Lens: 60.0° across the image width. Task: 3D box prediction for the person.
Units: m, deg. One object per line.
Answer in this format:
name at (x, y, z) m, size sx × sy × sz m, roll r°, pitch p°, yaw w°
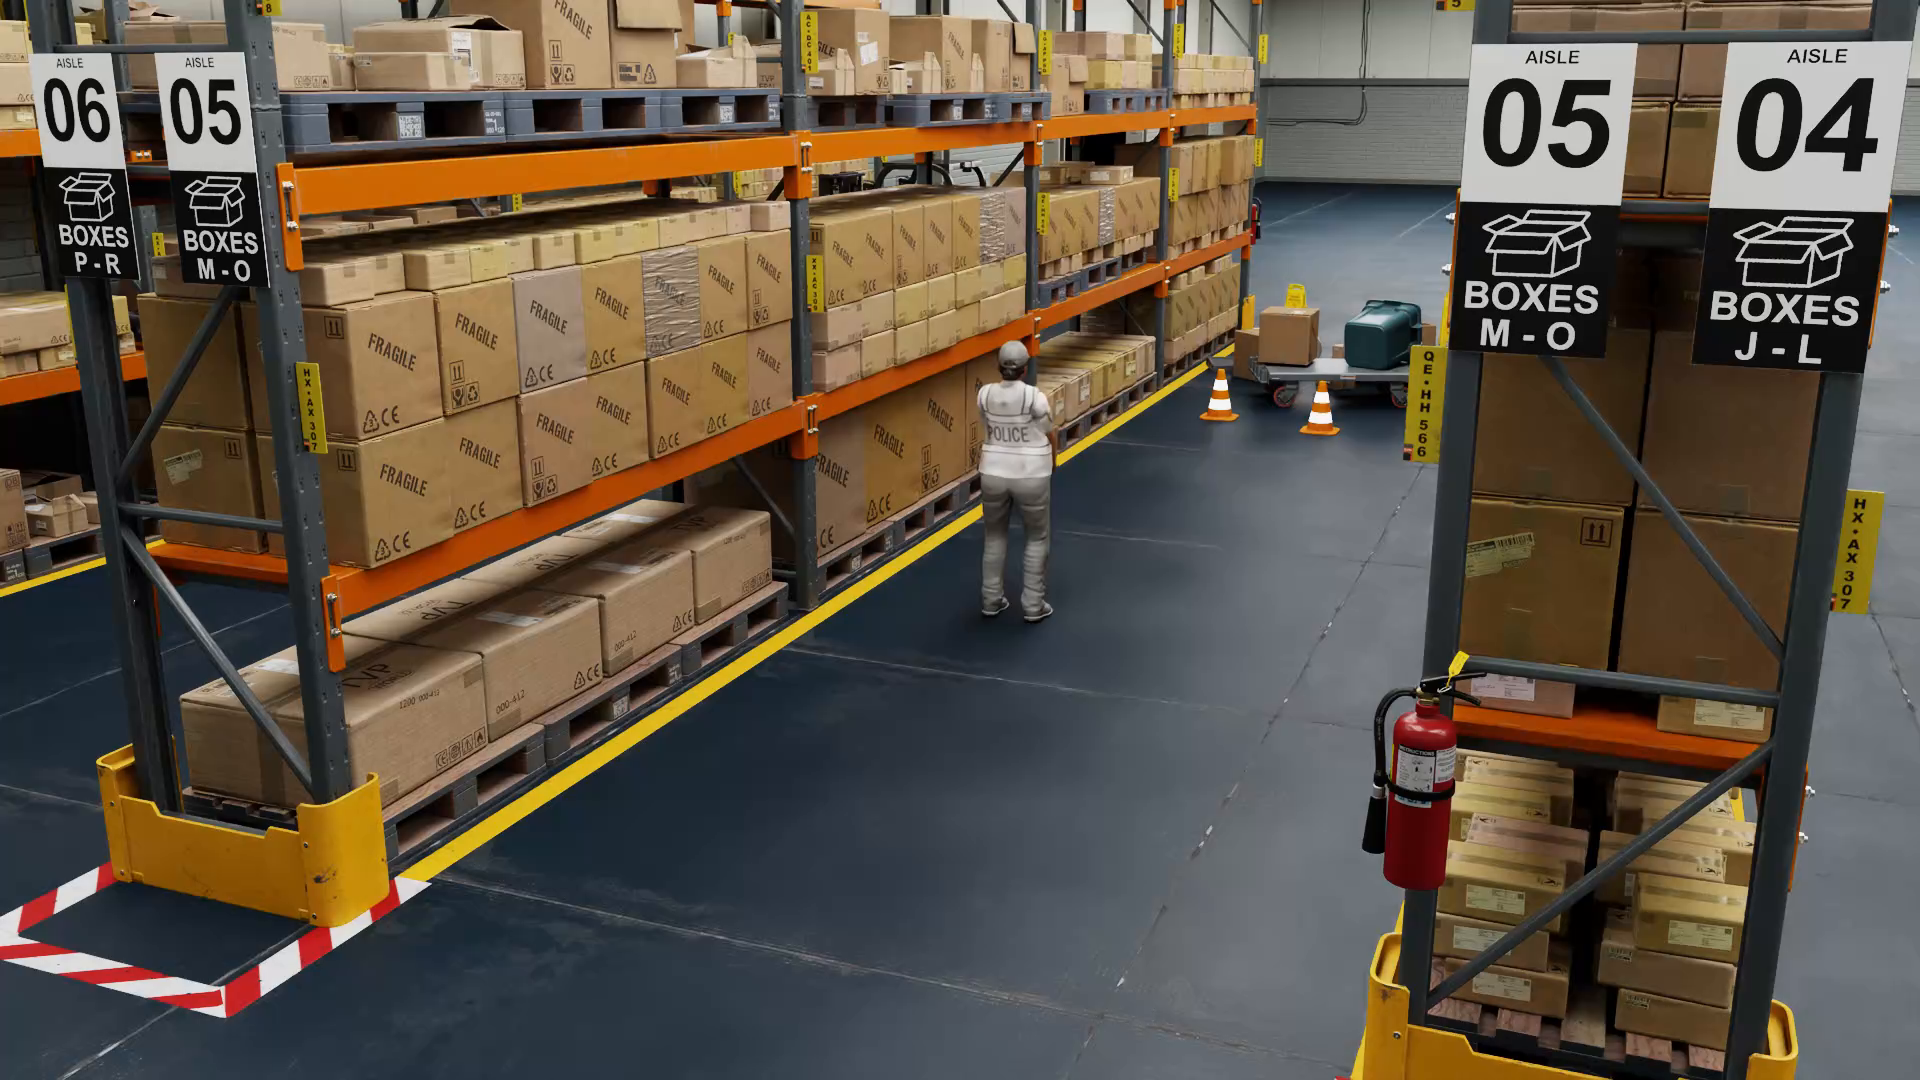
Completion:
person at (0.348, -0.364, 9.847) m, size 0.452 × 1.662 × 0.539 m, roll 6°, pitch 17°, yaw 21°
